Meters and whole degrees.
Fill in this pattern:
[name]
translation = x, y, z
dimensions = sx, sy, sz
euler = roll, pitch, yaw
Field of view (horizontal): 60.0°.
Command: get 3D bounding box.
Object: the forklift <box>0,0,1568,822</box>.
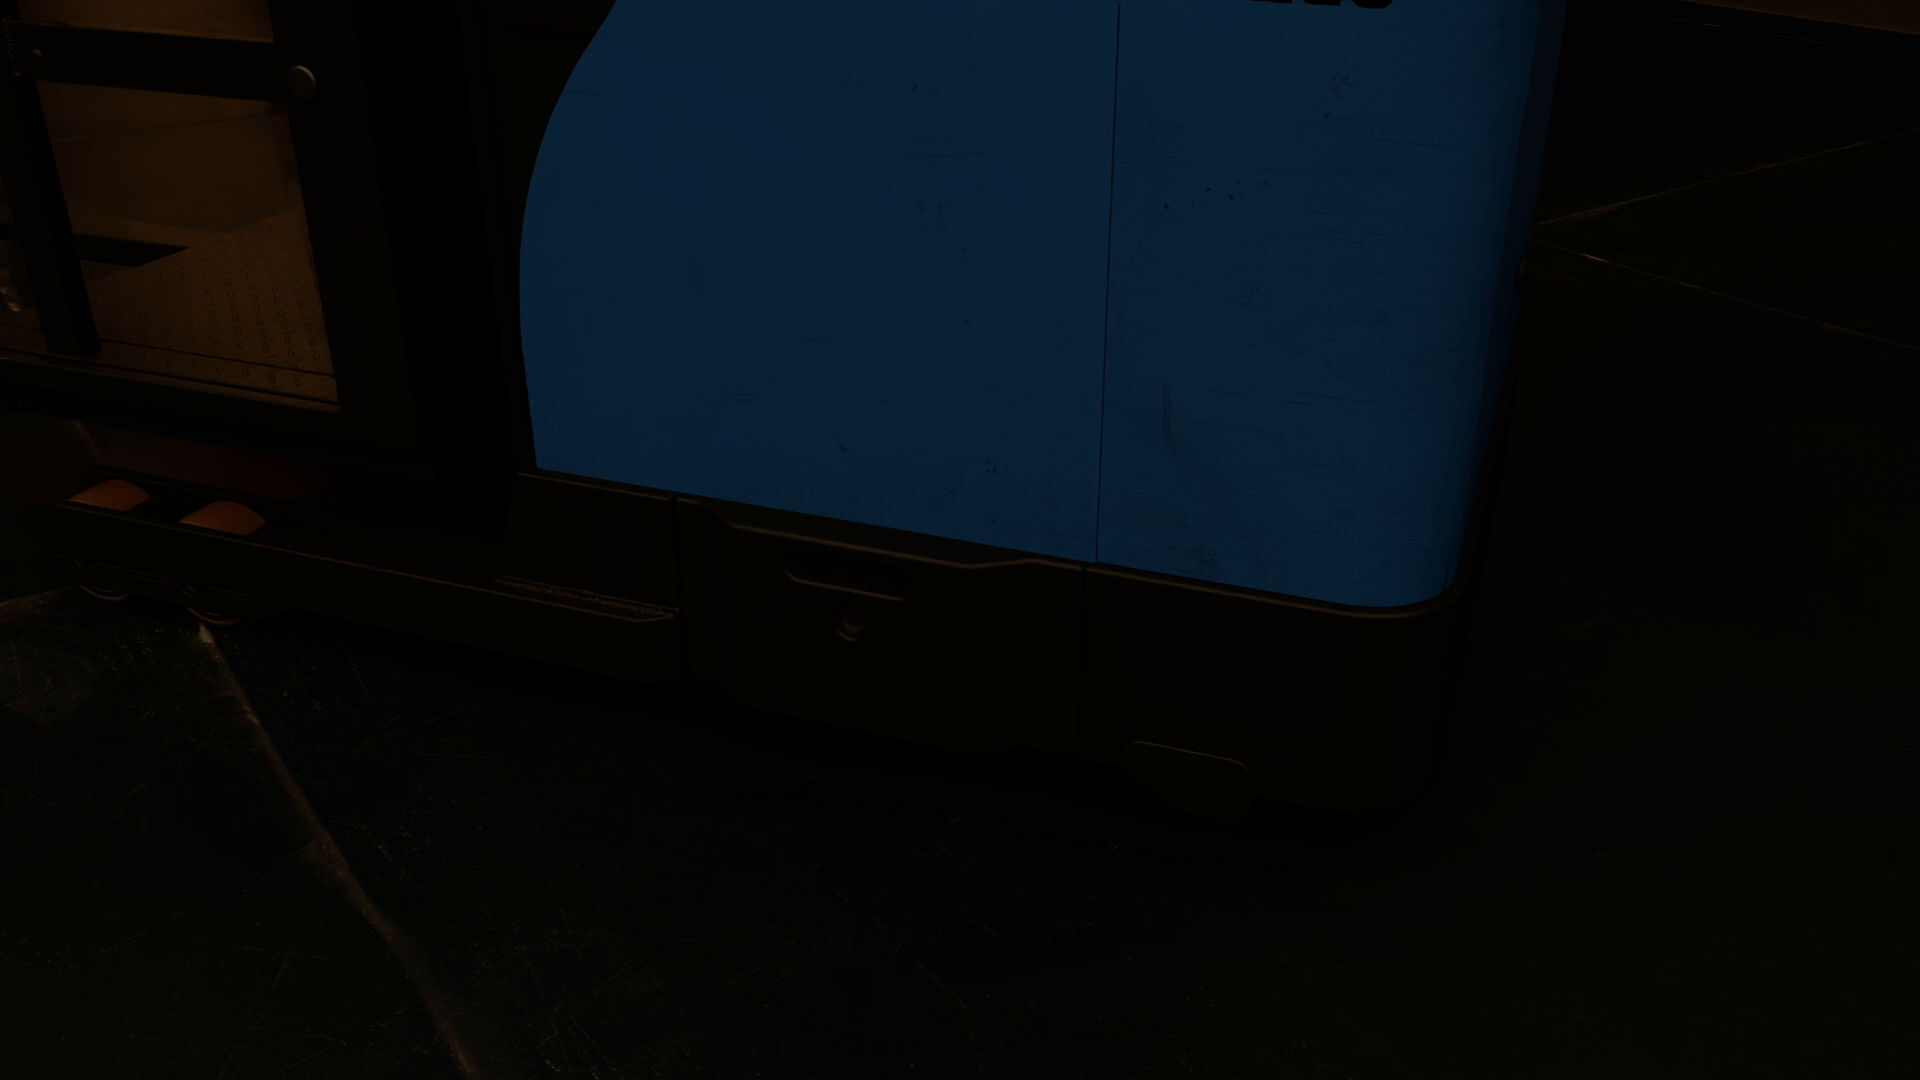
[forklift]
translation = -0.745, -1.403, 2.028
dimensions = 3.031, 2.935, 1.130
euler = 10, 28, 19
